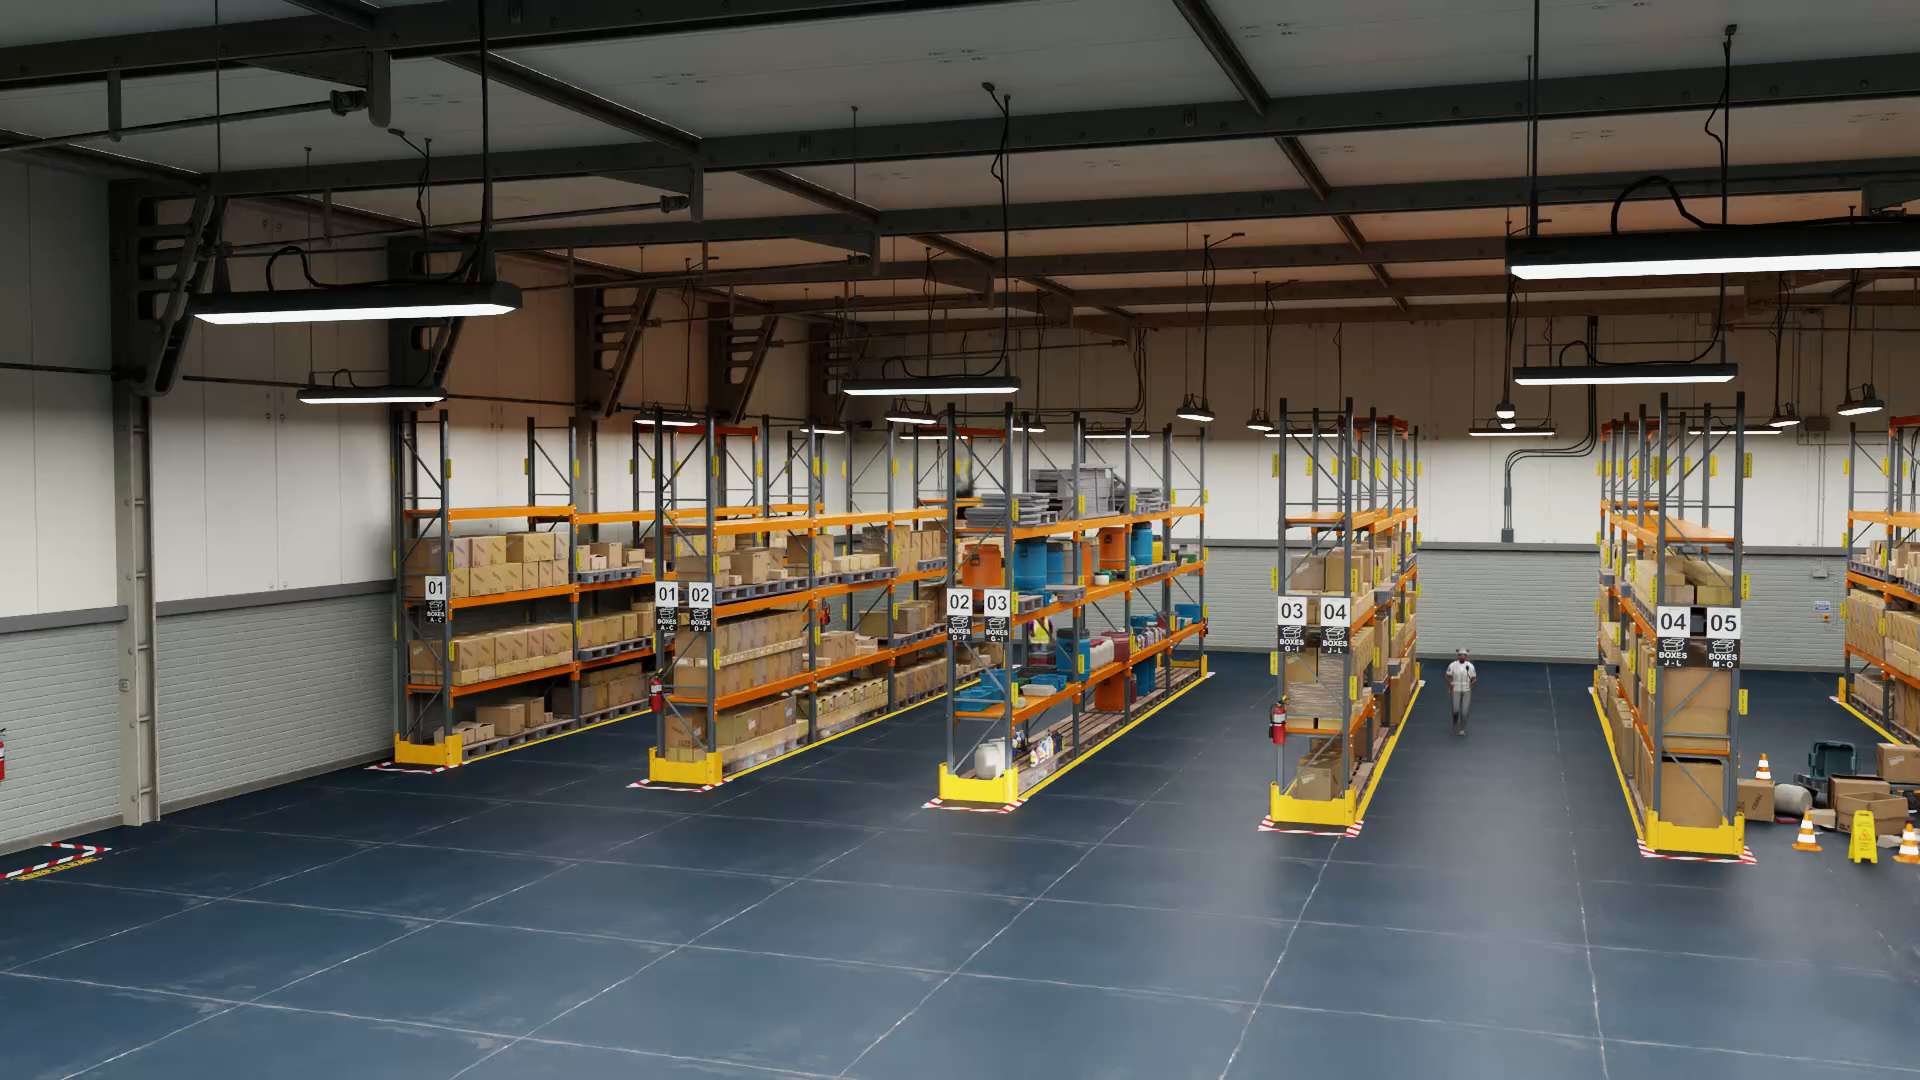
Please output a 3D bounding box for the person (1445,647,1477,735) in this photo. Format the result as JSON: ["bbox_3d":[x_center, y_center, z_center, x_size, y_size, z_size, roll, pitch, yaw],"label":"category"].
[{"bbox_3d":[9.389,2.833,31.140,0.569,1.654,0.561,1,3,14],"label":"person"}]

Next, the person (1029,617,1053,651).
[{"bbox_3d":[1.849,2.446,38.951,0.682,1.779,0.907,0,2,0],"label":"person"}]
